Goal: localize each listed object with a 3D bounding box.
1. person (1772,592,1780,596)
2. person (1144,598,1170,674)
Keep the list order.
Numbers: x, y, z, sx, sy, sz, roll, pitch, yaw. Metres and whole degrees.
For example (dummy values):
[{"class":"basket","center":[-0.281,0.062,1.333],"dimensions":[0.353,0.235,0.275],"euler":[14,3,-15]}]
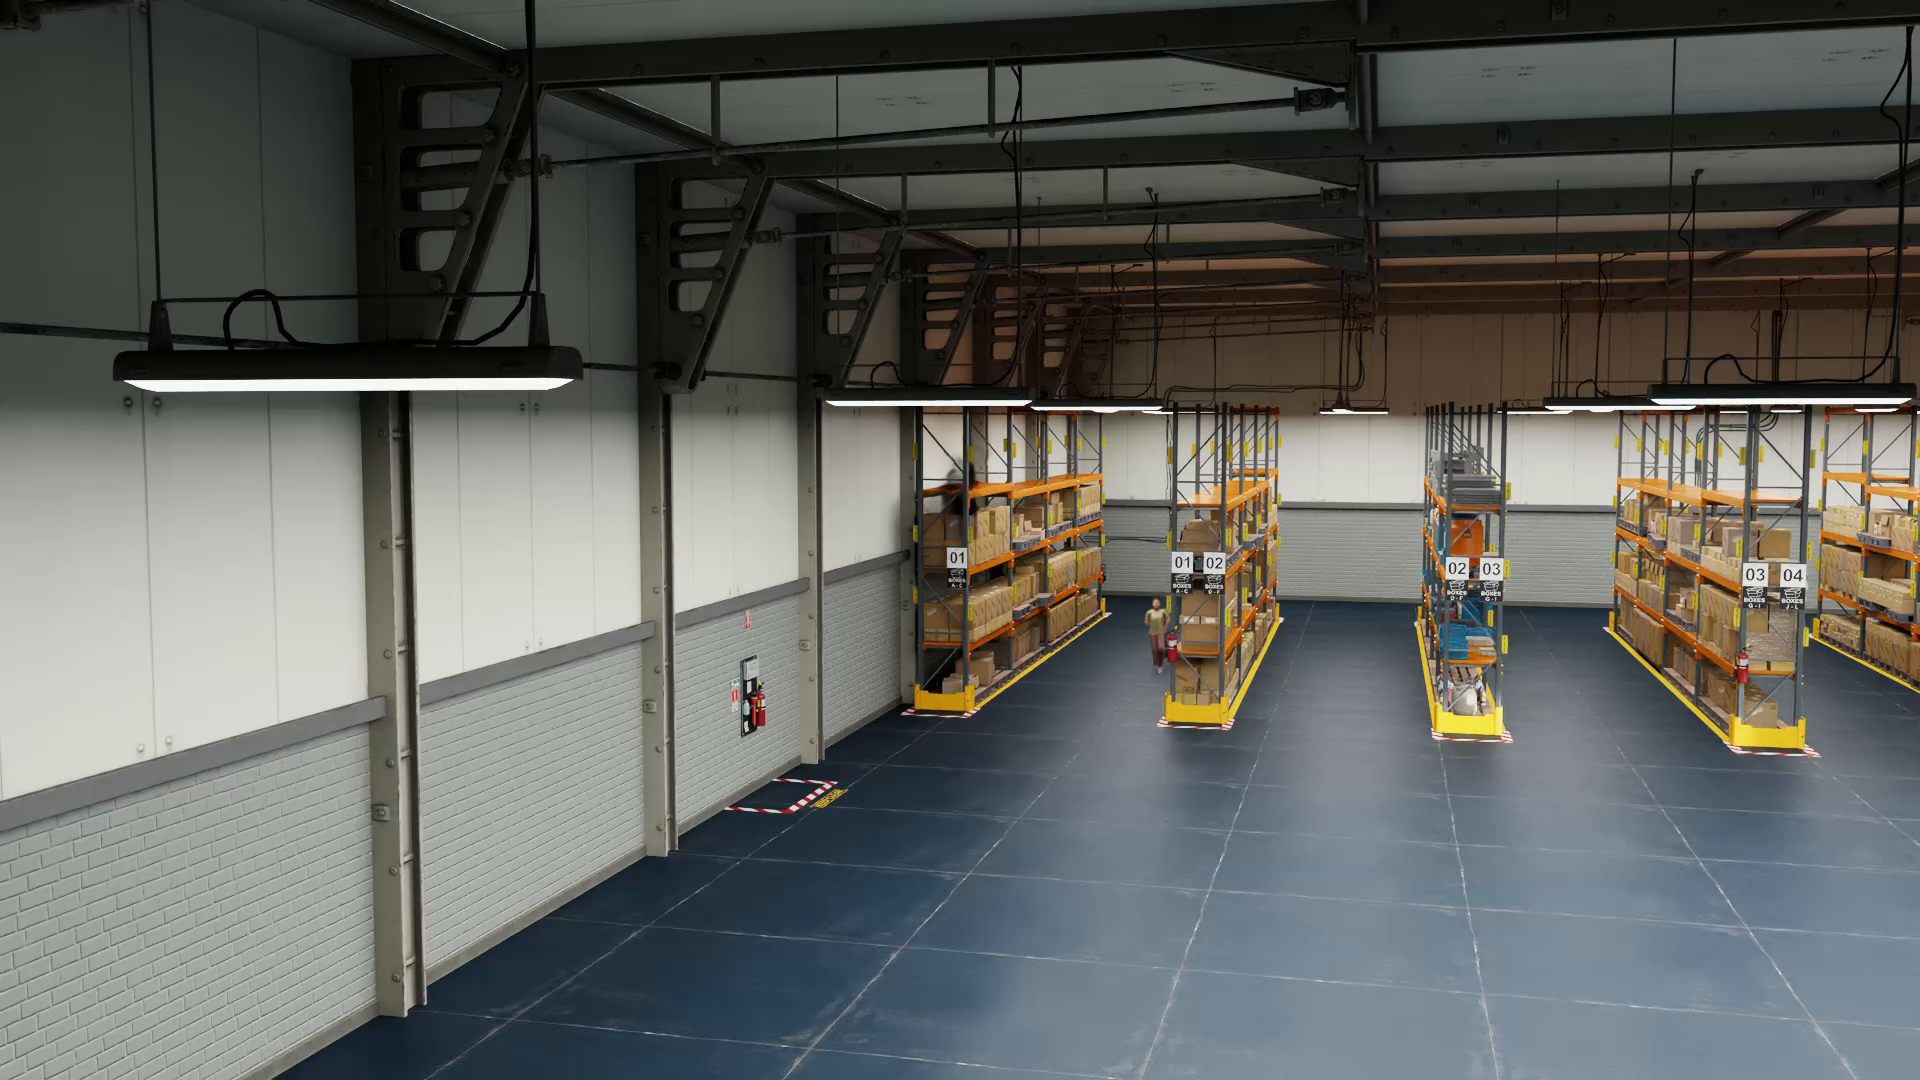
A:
[{"class":"person","center":[20.775,1.794,42.455],"dimensions":[0.653,1.597,0.584],"euler":[1,4,15]},{"class":"person","center":[4.407,2.145,37.270],"dimensions":[0.556,1.710,0.711],"euler":[1,4,11]}]
